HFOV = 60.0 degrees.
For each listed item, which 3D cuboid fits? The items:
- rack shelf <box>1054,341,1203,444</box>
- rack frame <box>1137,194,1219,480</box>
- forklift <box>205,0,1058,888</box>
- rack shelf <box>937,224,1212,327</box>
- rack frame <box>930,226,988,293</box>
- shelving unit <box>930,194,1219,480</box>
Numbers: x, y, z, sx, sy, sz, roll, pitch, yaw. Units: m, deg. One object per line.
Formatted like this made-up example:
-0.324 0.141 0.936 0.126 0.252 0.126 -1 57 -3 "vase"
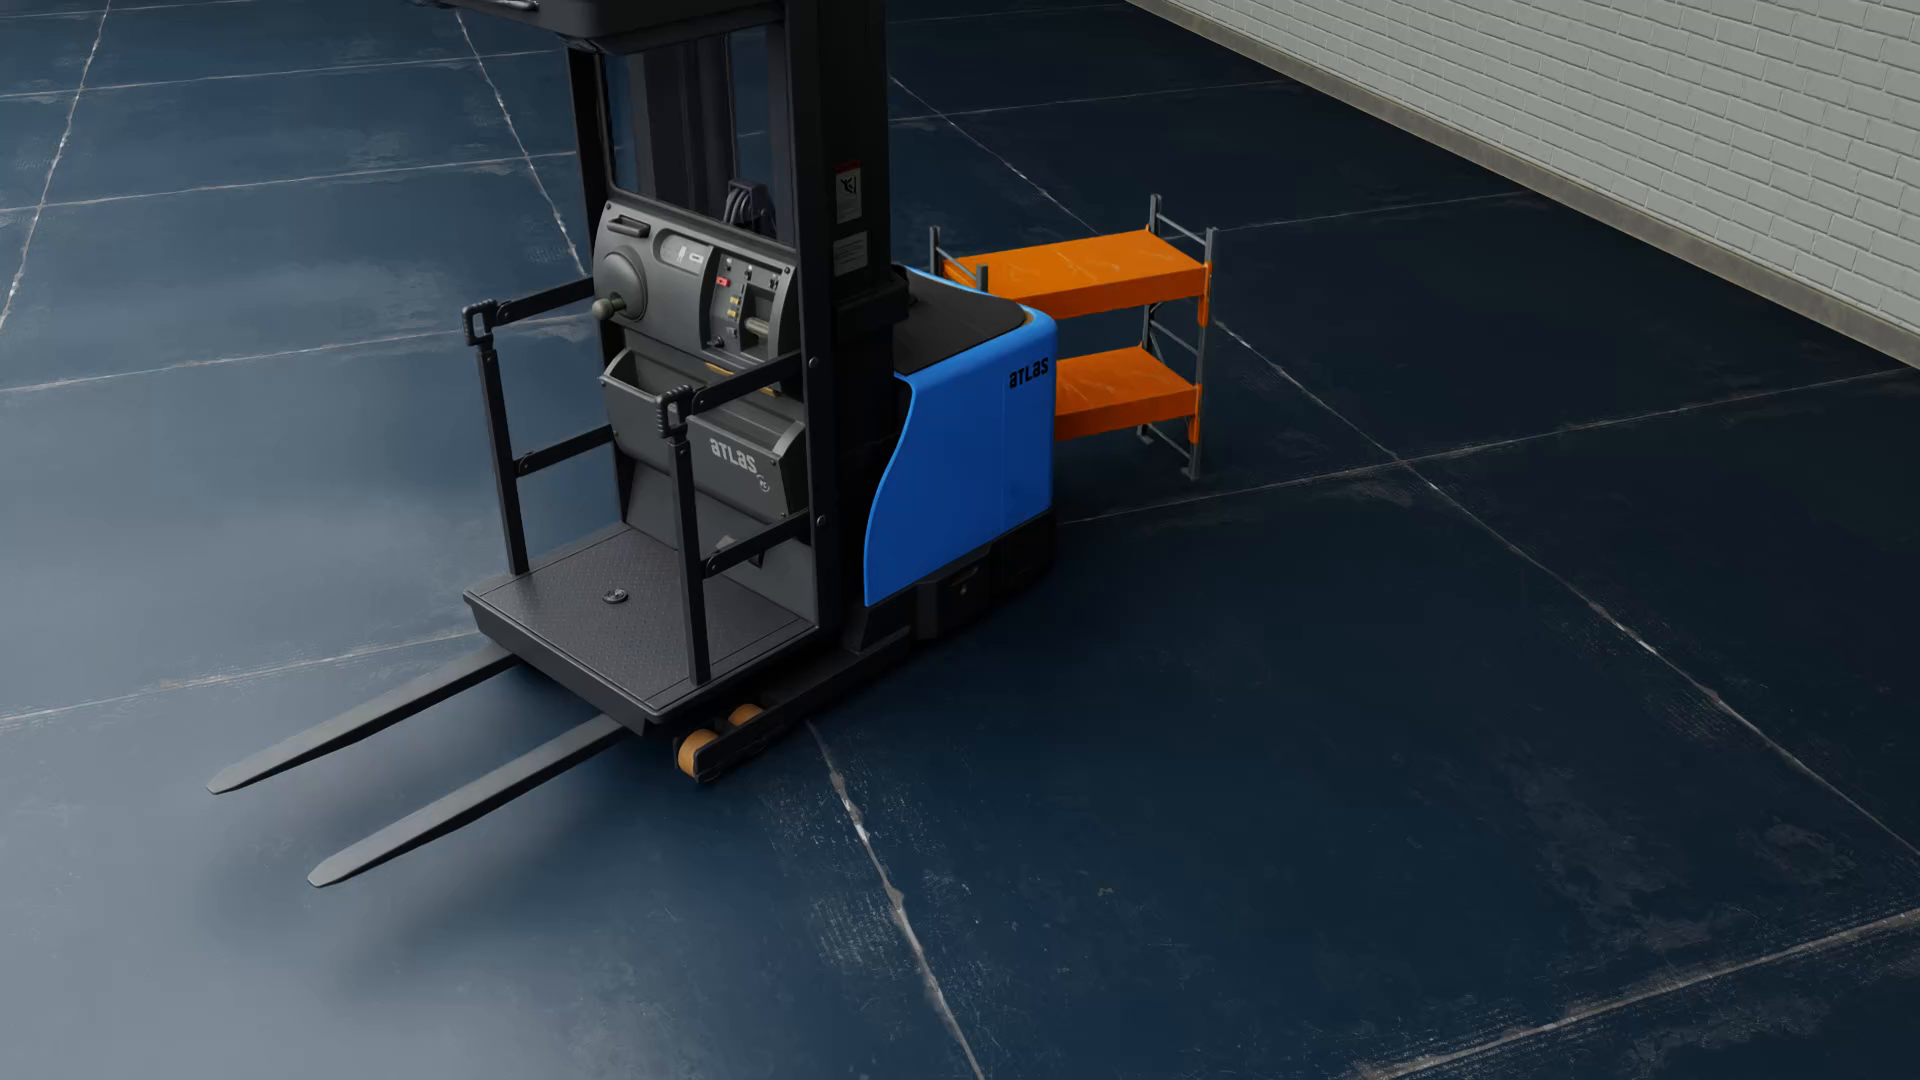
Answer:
0.458 -0.550 7.073 1.000 0.278 0.538 -12 32 -21 "rack shelf"
0.923 -0.864 7.131 0.032 1.125 0.500 -12 32 -21 "rack frame"
-1.000 -0.779 5.156 1.130 2.935 3.031 25 38 36 "forklift"
0.458 -1.017 6.807 1.000 0.278 0.538 -12 32 -21 "rack shelf"
-0.007 -0.661 6.774 0.032 1.125 0.500 -12 32 -21 "rack frame"
0.458 -0.763 6.952 1.048 1.125 0.538 -12 32 -21 "shelving unit"
